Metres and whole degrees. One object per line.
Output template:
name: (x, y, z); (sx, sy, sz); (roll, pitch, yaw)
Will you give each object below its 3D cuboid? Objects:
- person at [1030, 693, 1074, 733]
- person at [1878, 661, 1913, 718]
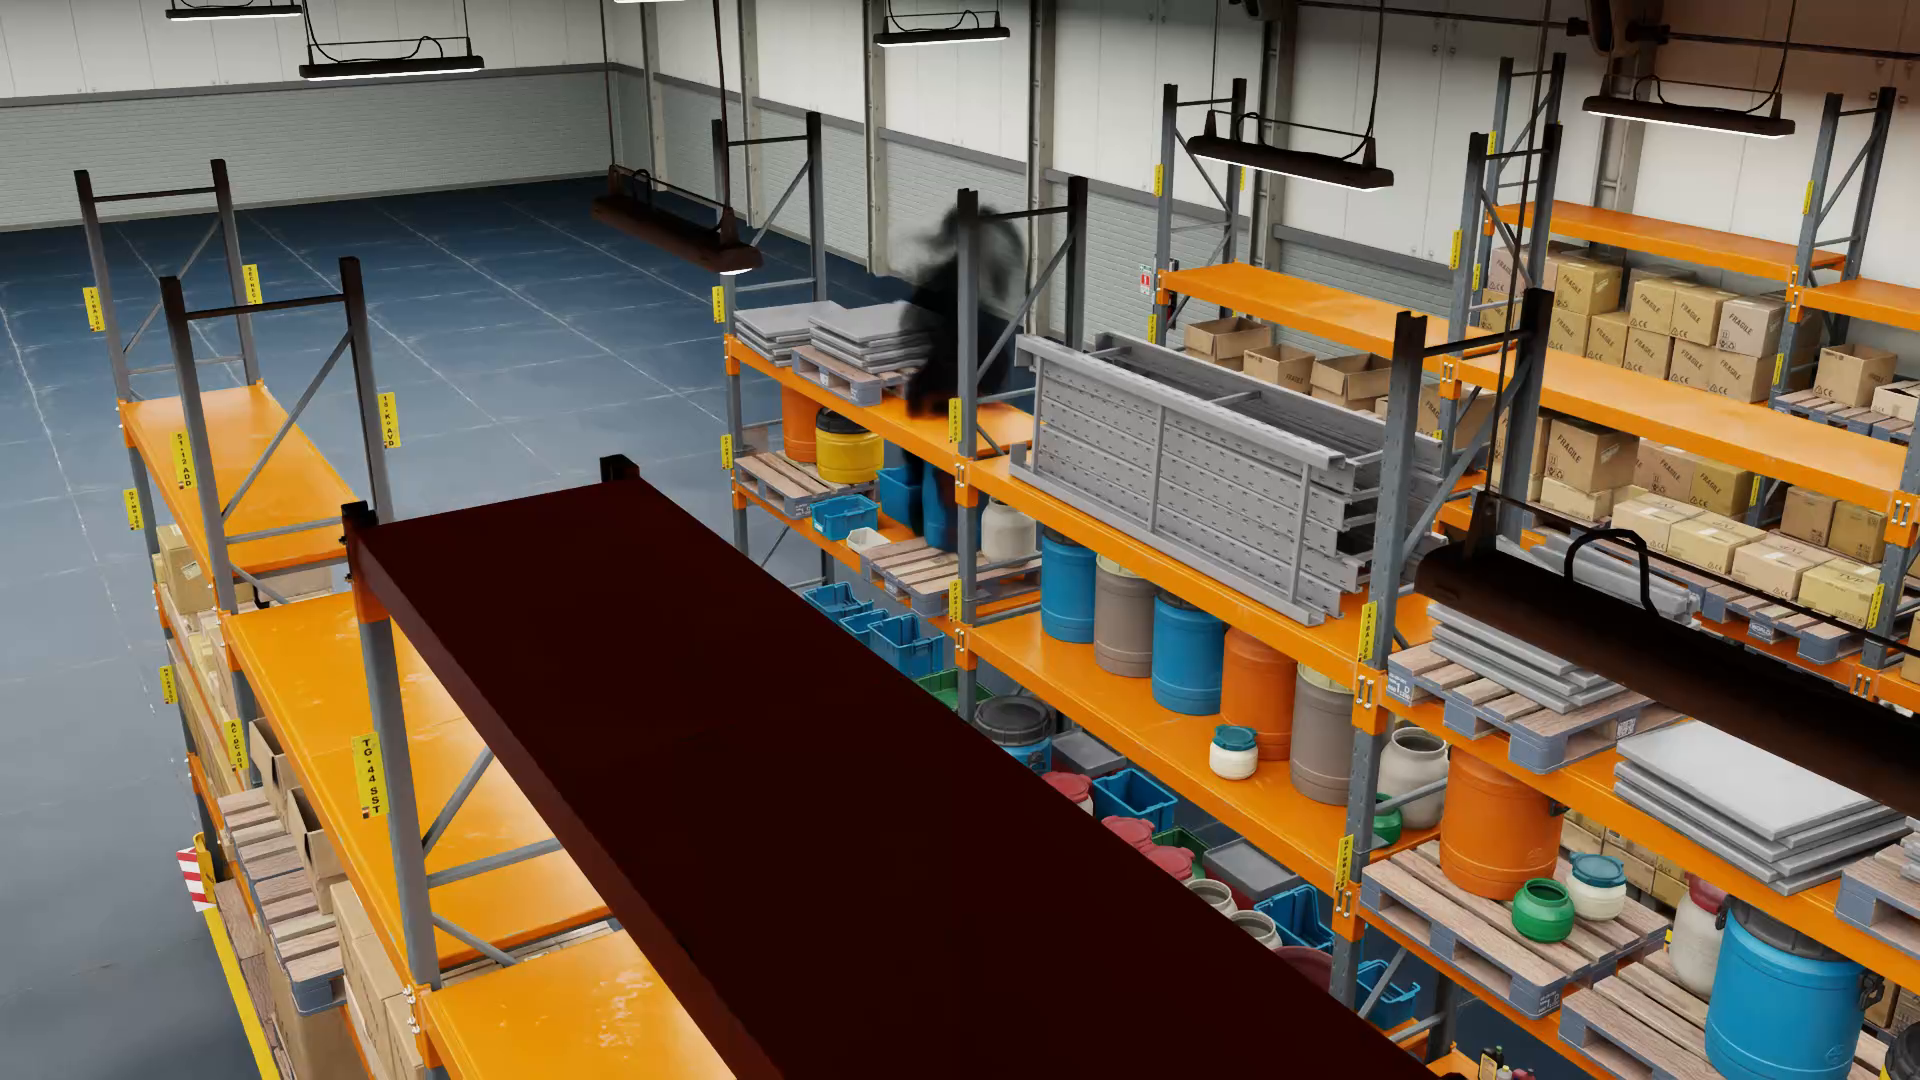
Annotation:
person: (0.937, 1.479, 15.361); (0.650, 1.754, 0.876); (-15, 26, -33)
person: (8.226, 1.788, 14.622); (0.714, 1.733, 0.791); (-18, 28, -37)
